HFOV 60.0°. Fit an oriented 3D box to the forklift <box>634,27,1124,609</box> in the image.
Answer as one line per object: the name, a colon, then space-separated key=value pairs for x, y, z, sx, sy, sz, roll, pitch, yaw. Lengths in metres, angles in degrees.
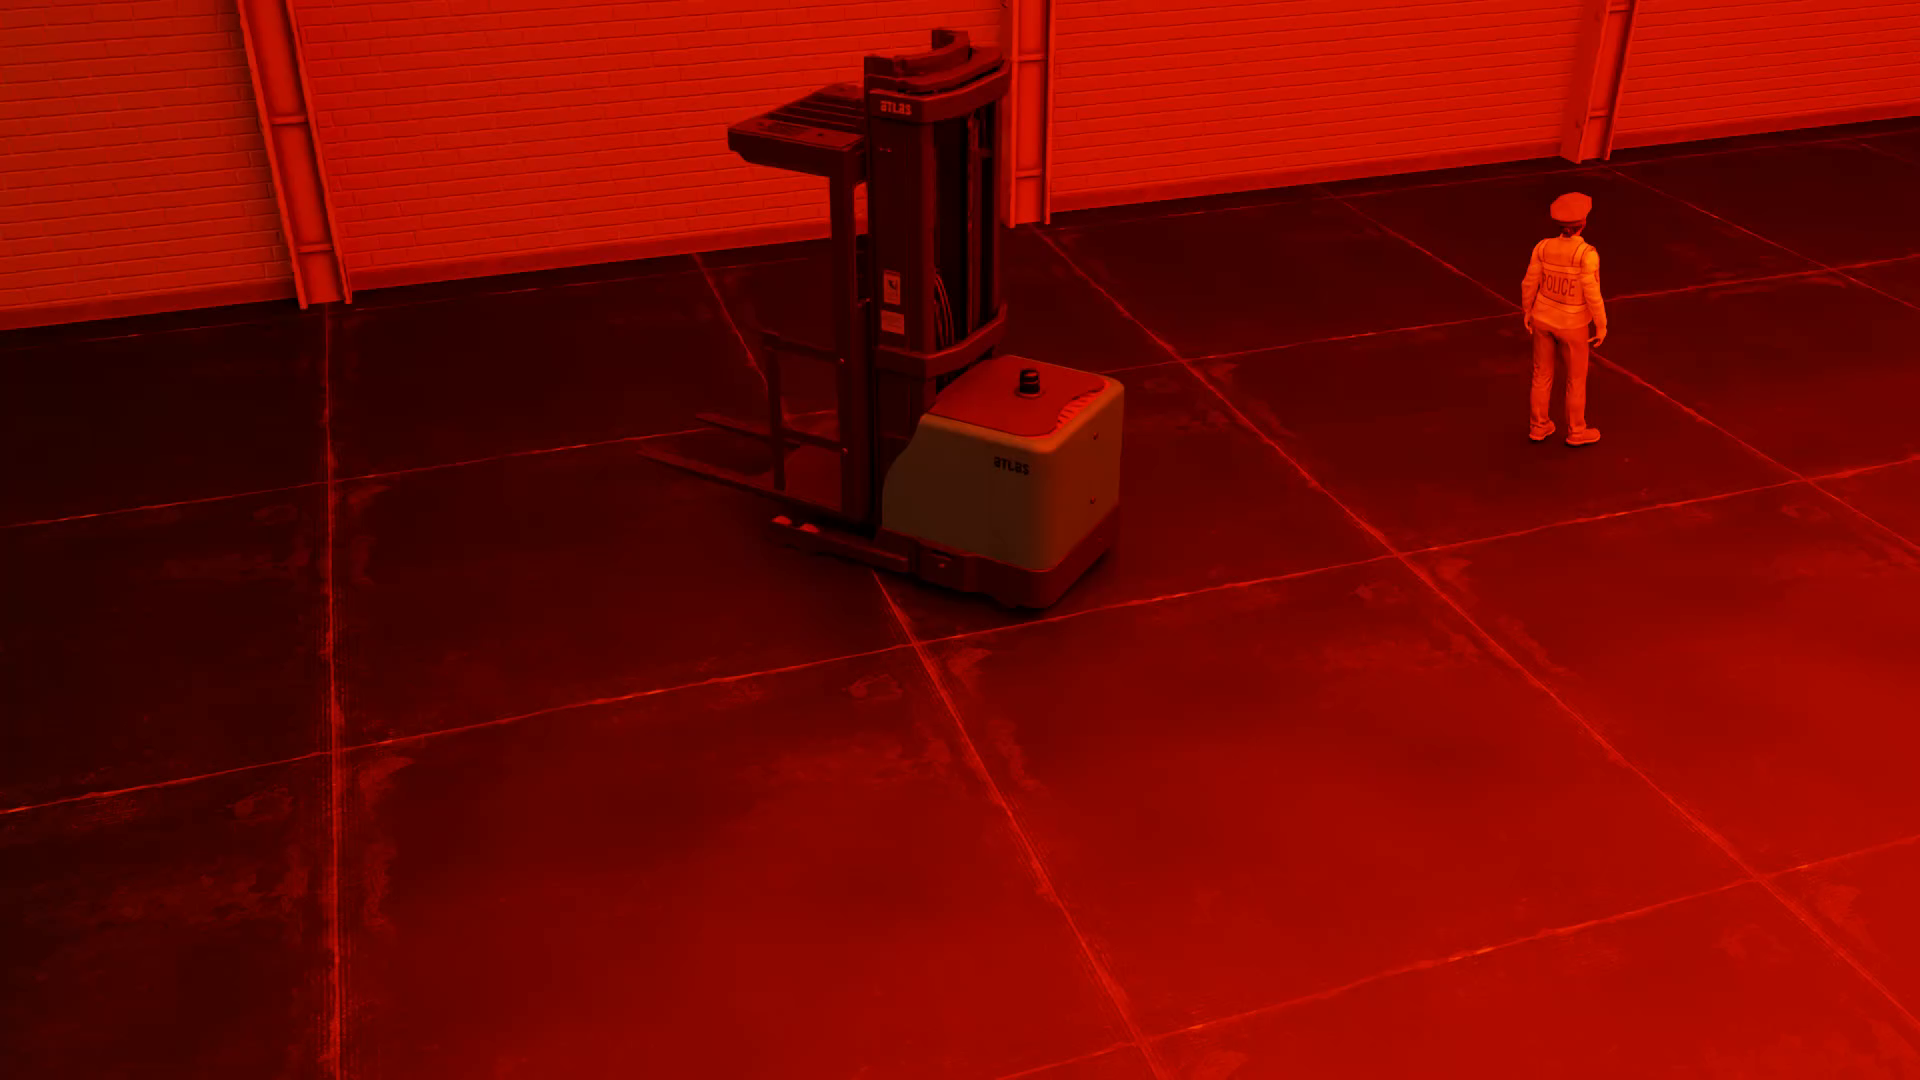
forklift: x=-0.588 y=-1.408 z=9.535 sx=3.031 sy=2.935 sz=1.130 roll=16 pitch=33 yaw=25

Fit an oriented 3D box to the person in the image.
person: x=3.942 y=-1.435 z=10.807 sx=0.529 sy=1.694 sz=0.587 roll=-25 pitch=38 yaw=-37
